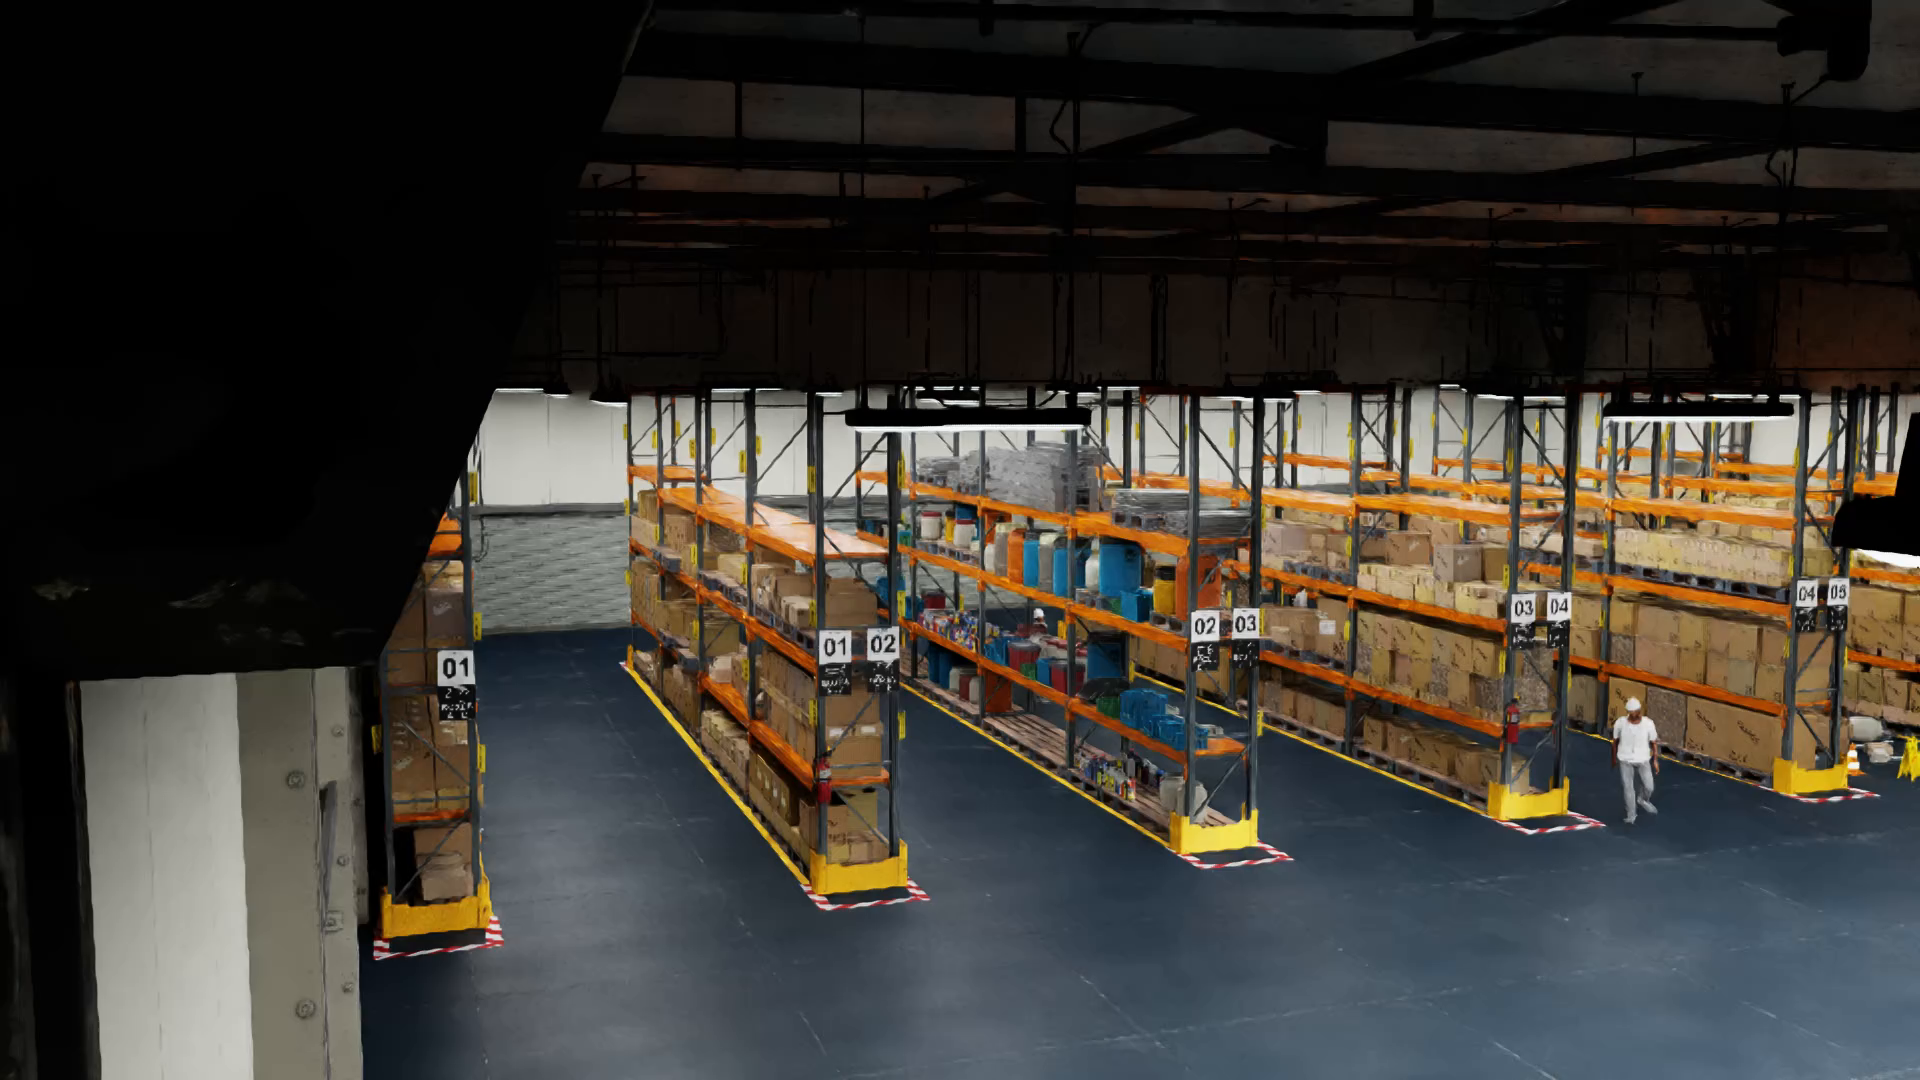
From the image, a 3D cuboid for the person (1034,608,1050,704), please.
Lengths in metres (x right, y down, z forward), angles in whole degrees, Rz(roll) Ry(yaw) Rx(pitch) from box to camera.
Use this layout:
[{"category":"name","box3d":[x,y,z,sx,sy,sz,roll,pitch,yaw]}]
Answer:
[{"category":"person","box3d":[1.509,2.178,31.528,0.463,1.782,0.598,-5,7,-38]}]

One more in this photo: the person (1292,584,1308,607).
[{"category":"person","box3d":[7.293,1.735,35.819,0.550,1.782,0.636,1,6,11]}]

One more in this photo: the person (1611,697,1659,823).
[{"category":"person","box3d":[9.466,3.054,23.307,0.639,1.760,0.617,2,6,22]}]
